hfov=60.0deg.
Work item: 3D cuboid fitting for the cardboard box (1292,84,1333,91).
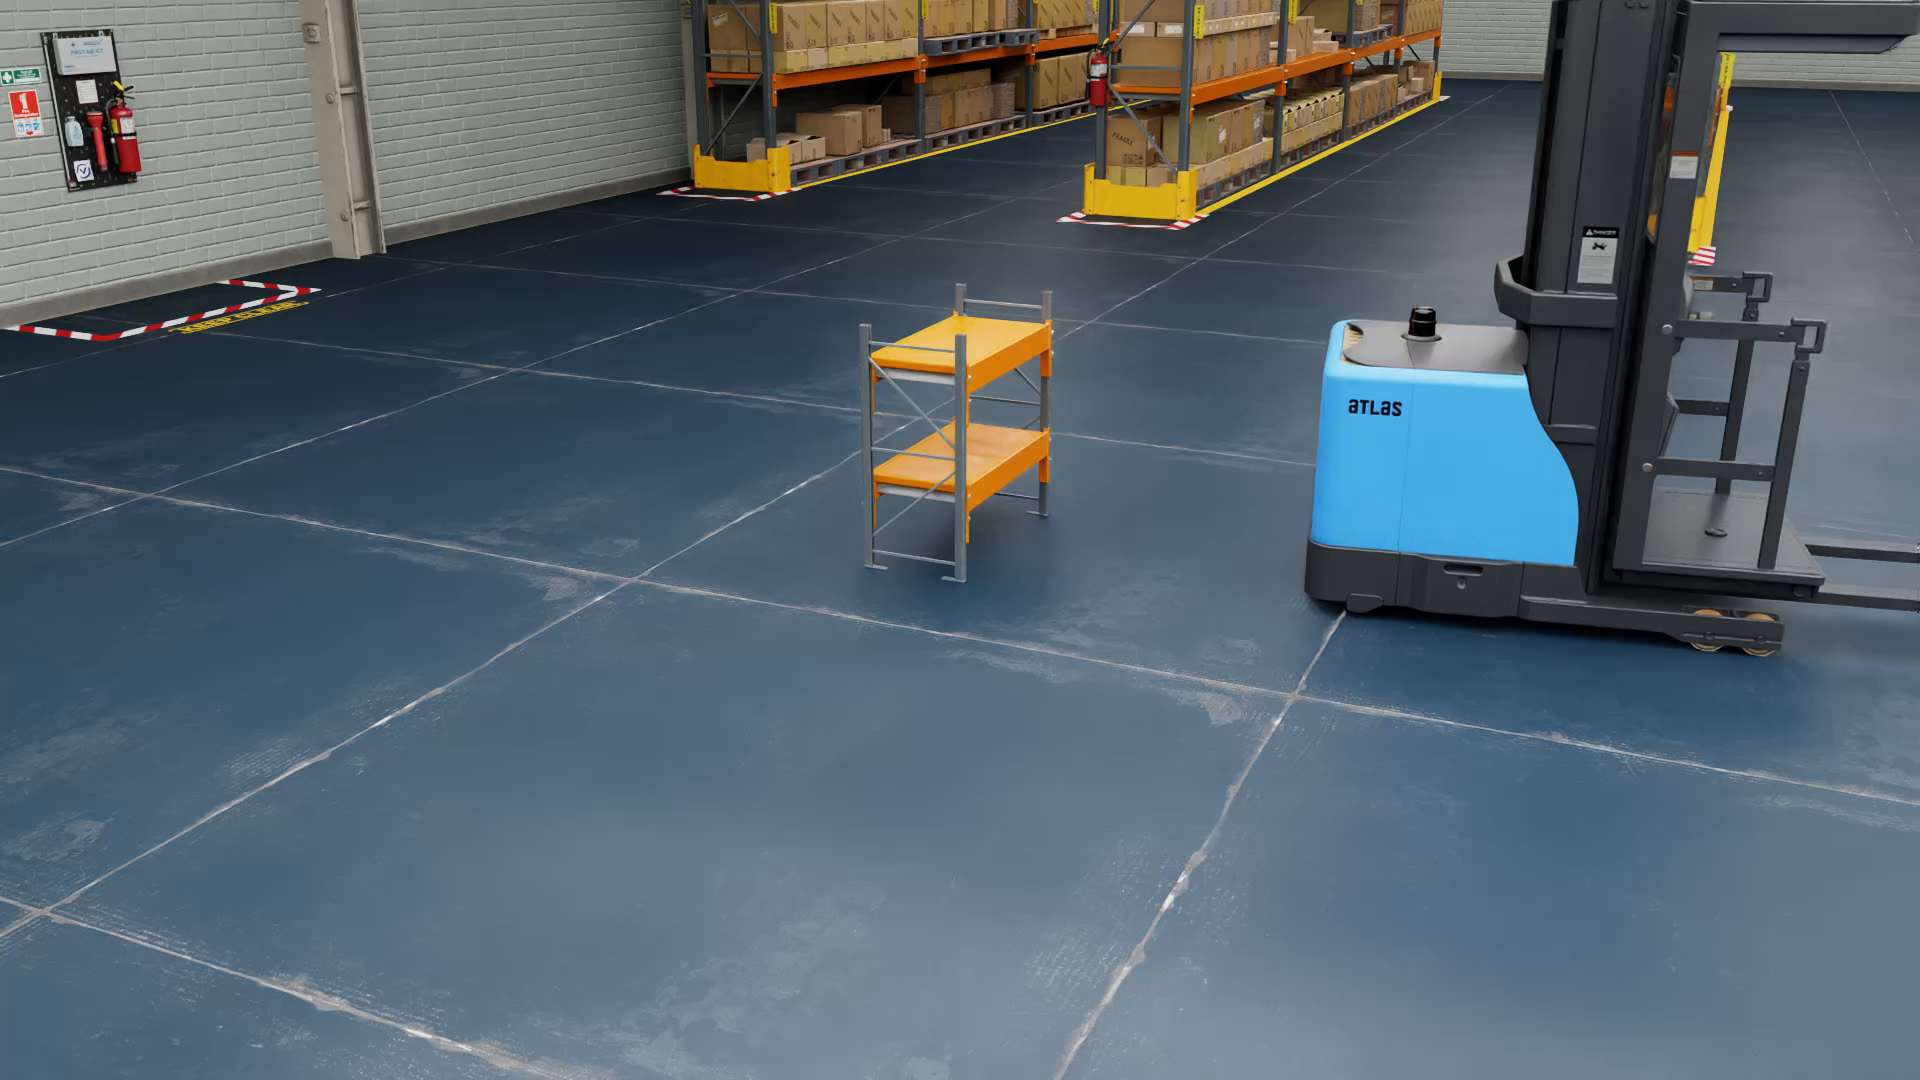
[{"bbox_3d":[5.359,-6.672,25.327,0.500,0.500,0.500,9,22,25],"label":"cardboard box"}]

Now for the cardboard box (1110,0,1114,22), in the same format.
[{"bbox_3d":[2.348,-9.247,28.870,0.500,0.500,0.500,8,21,22],"label":"cardboard box"}]

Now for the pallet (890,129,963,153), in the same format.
[{"bbox_3d":[-0.652,-5.705,23.694,1.003,0.211,1.213,9,21,23],"label":"pallet"}]

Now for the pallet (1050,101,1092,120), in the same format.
[{"bbox_3d":[1.562,-7.291,28.156,1.003,0.211,1.213,9,21,23],"label":"pallet"}]

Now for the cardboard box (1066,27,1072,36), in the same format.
[{"bbox_3d":[1.633,-8.433,27.551,0.380,0.149,0.250,9,21,23],"label":"cardboard box"}]

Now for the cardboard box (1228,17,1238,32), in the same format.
[{"bbox_3d":[2.901,-5.792,18.661,0.380,0.149,0.250,9,21,23],"label":"cardboard box"}]

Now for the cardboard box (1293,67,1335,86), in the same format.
[{"bbox_3d":[5.378,-7.043,25.251,0.500,0.250,0.500,9,22,25],"label":"cardboard box"}]

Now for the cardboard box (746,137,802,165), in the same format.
[{"bbox_3d":[-2.242,-4.697,20.056,0.500,0.311,0.500,6,20,17],"label":"cardboard box"}]

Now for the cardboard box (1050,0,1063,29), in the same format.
[{"bbox_3d":[1.324,-8.472,26.691,0.500,0.500,0.500,9,22,24],"label":"cardboard box"}]

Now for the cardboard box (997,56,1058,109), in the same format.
[{"bbox_3d":[1.090,-7.395,26.867,0.750,0.750,0.750,8,21,22],"label":"cardboard box"}]

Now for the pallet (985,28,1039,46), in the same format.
[{"bbox_3d":[0.474,-7.680,25.374,1.213,0.211,1.003,9,21,23],"label":"pallet"}]

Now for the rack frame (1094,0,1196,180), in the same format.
[{"bbox_3d":[1.914,-4.879,17.211,1.000,3.000,0.127,9,21,23],"label":"rack frame"}]

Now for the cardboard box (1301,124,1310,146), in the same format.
[{"bbox_3d":[4.363,-5.408,22.176,0.500,0.250,0.500,8,21,21],"label":"cardboard box"}]

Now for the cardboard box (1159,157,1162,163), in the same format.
[{"bbox_3d":[2.058,-4.140,18.611,0.500,0.250,0.500,9,21,23],"label":"cardboard box"}]

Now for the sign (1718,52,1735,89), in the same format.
[{"bbox_3d":[6.931,-4.252,15.034,0.100,0.325,0.005,9,21,23],"label":"sign"}]

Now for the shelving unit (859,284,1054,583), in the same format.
[{"bbox_3d":[0.003,-0.532,7.786,0.538,1.125,1.048,9,21,23],"label":"shelving unit"}]

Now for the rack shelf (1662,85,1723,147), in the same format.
[{"bbox_3d":[7.250,-4.470,17.136,1.077,0.370,4.000,9,21,23],"label":"rack shelf"}]

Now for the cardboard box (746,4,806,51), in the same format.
[{"bbox_3d":[-2.137,-5.954,19.309,0.500,0.500,0.500,9,21,23],"label":"cardboard box"}]

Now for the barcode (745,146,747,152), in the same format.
[{"bbox_3d":[-2.599,-4.762,20.224,0.001,0.075,0.075,9,21,23],"label":"barcode"}]

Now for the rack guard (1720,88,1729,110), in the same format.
[{"bbox_3d":[12.981,-7.921,29.494,1.175,0.500,0.348,9,21,23],"label":"rack guard"}]

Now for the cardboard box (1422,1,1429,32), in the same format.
[{"bbox_3d":[7.906,-9.178,29.150,0.500,0.500,0.500,8,21,22],"label":"cardboard box"}]

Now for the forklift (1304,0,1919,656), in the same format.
[{"bbox_3d":[3.052,-1.112,6.722,3.031,2.935,1.130,5,20,13],"label":"forklift"}]

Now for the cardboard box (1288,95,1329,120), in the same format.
[{"bbox_3d":[4.784,-5.983,22.956,0.500,0.311,0.500,8,21,22],"label":"cardboard box"}]

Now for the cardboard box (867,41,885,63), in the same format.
[{"bbox_3d":[-1.290,-6.225,21.191,0.500,0.250,0.500,8,21,22],"label":"cardboard box"}]

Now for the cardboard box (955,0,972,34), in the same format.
[{"bbox_3d":[-0.253,-7.561,23.947,0.700,0.500,0.500,12,23,30],"label":"cardboard box"}]

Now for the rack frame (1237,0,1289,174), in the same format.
[{"bbox_3d":[3.552,-6.102,20.649,1.000,3.000,0.127,9,21,23],"label":"rack frame"}]

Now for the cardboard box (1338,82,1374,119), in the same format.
[{"bbox_3d":[6.056,-6.767,25.595,0.500,0.500,0.500,8,21,22],"label":"cardboard box"}]

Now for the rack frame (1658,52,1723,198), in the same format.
[{"bbox_3d":[6.431,-4.198,15.296,1.000,3.000,0.127,9,21,23],"label":"rack frame"}]

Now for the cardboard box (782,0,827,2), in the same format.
[{"bbox_3d":[-1.979,-6.488,20.810,0.500,0.500,0.500,9,21,23],"label":"cardboard box"}]

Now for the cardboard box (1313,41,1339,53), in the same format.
[{"bbox_3d":[5.074,-6.893,23.250,0.380,0.149,0.250,9,21,23],"label":"cardboard box"}]

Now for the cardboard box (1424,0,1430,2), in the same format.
[{"bbox_3d":[7.910,-9.644,28.968,0.500,0.500,0.500,9,22,24],"label":"cardboard box"}]

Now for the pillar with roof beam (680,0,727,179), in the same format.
[{"bbox_3d":[0.818,-8.126,17.388,9.100,9.000,0.400,9,21,23],"label":"pillar with roof beam"}]

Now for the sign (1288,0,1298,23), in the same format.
[{"bbox_3d":[4.059,-6.471,20.278,0.100,0.325,0.005,9,21,23],"label":"sign"}]

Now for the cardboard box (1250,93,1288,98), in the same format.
[{"bbox_3d":[4.289,-6.054,23.155,0.500,0.311,0.500,8,21,21],"label":"cardboard box"}]

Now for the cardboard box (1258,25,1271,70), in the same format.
[{"bbox_3d":[3.376,-6.012,20.248,0.700,0.500,0.500,8,21,21],"label":"cardboard box"}]

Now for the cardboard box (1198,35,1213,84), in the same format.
[{"bbox_3d":[2.327,-5.228,18.044,0.700,0.500,0.500,9,22,24],"label":"cardboard box"}]

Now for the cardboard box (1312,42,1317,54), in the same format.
[{"bbox_3d":[4.719,-6.808,23.012,0.380,0.149,0.250,10,22,27],"label":"cardboard box"}]

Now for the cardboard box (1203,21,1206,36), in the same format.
[{"bbox_3d":[2.377,-5.403,17.568,0.380,0.149,0.250,8,21,21],"label":"cardboard box"}]

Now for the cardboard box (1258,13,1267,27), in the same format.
[{"bbox_3d":[3.428,-6.186,19.769,0.380,0.149,0.250,8,21,21],"label":"cardboard box"}]

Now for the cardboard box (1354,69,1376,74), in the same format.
[{"bbox_3d":[6.802,-7.790,28.470,0.500,0.500,0.500,9,21,23],"label":"cardboard box"}]

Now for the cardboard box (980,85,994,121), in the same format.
[{"bbox_3d":[0.105,-6.664,25.304,0.700,0.500,0.500,9,21,23],"label":"cardboard box"}]

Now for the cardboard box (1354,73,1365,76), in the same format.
[{"bbox_3d":[6.407,-7.462,27.549,0.500,0.500,0.500,8,21,20],"label":"cardboard box"}]

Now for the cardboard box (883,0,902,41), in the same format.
[{"bbox_3d":[-1.080,-6.732,21.496,0.500,0.500,0.500,8,21,22],"label":"cardboard box"}]

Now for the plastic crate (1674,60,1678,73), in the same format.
[{"bbox_3d":[7.864,-4.975,17.704,0.499,0.251,0.616,9,21,23],"label":"plastic crate"}]

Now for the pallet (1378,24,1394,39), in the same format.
[{"bbox_3d":[6.401,-8.227,26.913,1.003,0.211,1.213,9,21,23],"label":"pallet"}]

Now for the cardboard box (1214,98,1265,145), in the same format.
[{"bbox_3d":[3.346,-5.034,20.006,0.500,0.500,0.500,9,21,23],"label":"cardboard box"}]

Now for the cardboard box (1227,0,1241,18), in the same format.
[{"bbox_3d":[2.759,-6.163,18.737,0.700,0.500,0.500,9,21,23],"label":"cardboard box"}]

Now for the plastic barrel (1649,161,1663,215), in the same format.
[{"bbox_3d":[6.631,-3.435,16.238,0.421,0.512,0.421,0,20,0],"label":"plastic barrel"}]

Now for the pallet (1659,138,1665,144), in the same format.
[{"bbox_3d":[9.992,-5.576,23.334,1.003,0.211,1.213,9,21,23],"label":"pallet"}]

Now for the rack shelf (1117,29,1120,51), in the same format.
[{"bbox_3d":[3.126,-9.498,31.273,1.077,0.370,4.000,9,21,23],"label":"rack shelf"}]

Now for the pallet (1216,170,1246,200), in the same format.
[{"bbox_3d":[2.690,-4.176,19.396,1.003,0.211,1.213,9,21,23],"label":"pallet"}]

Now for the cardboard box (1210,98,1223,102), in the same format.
[{"bbox_3d":[2.879,-5.105,20.203,0.500,0.500,0.500,9,21,23],"label":"cardboard box"}]

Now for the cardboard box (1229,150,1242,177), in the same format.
[{"bbox_3d":[2.952,-4.373,19.265,0.500,0.250,0.500,9,21,23],"label":"cardboard box"}]

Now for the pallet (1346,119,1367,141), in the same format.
[{"bbox_3d":[5.530,-6.234,25.182,1.003,0.211,1.213,9,21,23],"label":"pallet"}]

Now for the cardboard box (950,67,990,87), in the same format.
[{"bbox_3d":[0.131,-6.993,25.110,0.500,0.250,0.500,9,21,24],"label":"cardboard box"}]
